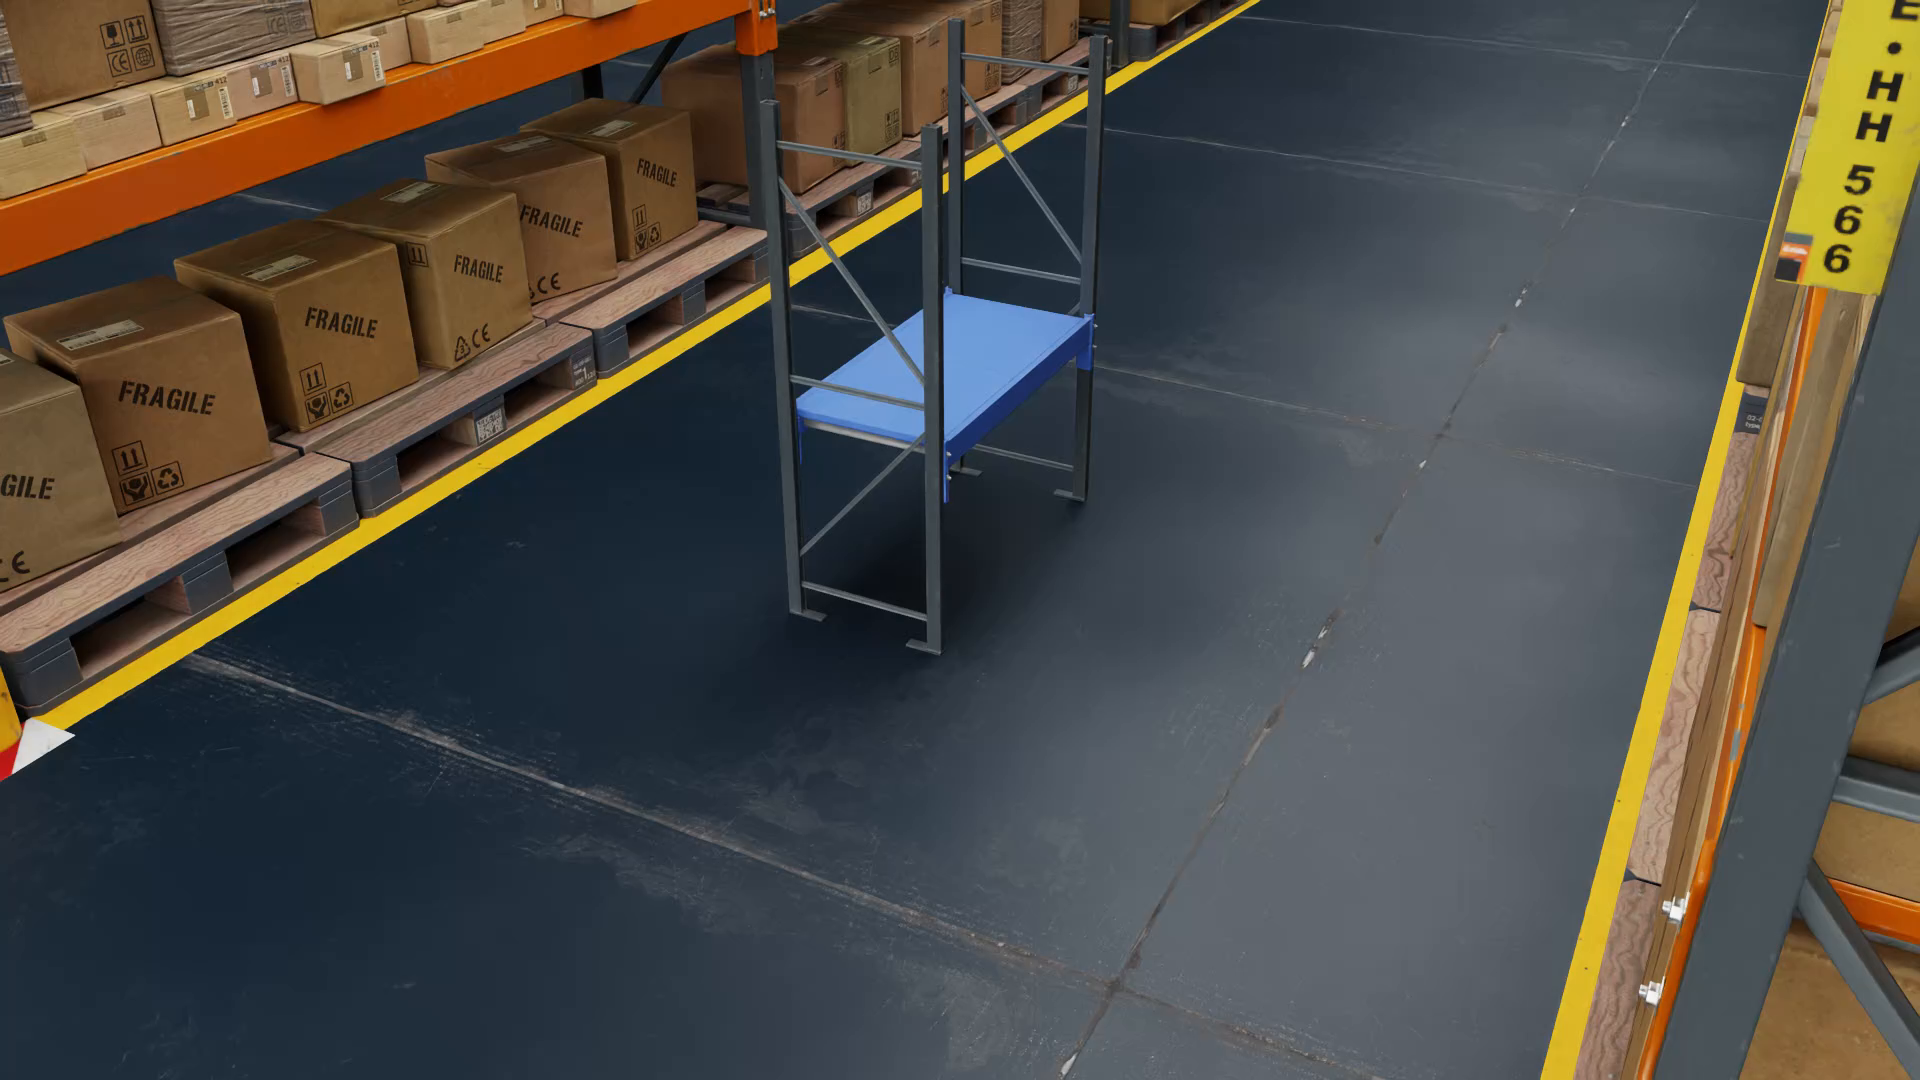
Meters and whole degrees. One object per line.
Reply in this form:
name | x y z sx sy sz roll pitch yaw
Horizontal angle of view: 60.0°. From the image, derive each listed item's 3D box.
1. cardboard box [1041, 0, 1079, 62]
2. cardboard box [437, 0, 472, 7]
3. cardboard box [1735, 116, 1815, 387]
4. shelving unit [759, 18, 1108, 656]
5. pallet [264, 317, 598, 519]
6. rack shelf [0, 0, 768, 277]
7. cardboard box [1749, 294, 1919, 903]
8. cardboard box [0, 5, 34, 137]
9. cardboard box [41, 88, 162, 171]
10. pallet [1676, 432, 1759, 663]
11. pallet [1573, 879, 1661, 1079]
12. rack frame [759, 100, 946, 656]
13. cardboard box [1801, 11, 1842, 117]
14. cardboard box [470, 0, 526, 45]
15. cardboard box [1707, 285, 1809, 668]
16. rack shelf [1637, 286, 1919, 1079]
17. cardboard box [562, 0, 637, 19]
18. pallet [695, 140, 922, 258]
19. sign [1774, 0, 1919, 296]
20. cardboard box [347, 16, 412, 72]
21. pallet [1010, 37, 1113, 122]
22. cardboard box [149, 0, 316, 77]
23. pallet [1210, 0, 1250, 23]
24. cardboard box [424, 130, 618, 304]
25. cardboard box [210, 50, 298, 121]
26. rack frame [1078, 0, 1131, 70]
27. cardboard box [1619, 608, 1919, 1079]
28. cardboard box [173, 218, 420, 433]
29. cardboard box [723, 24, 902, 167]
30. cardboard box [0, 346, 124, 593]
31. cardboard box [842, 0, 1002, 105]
cardboard box | 0.292 -3.169 9.824 0.700 0.500 0.500 13 32 21
cardboard box | -1.900 -2.119 5.528 0.875 0.500 0.500 14 33 23
cardboard box | 3.329 -0.922 5.681 1.050 0.750 0.750 14 33 23
shelving unit | -0.039 -0.613 4.811 0.538 1.500 1.048 14 33 23
pallet | -2.072 -0.532 5.965 1.003 0.211 1.213 14 33 23
rack shelf | -2.154 -1.391 5.383 1.077 0.370 4.000 14 33 23
cardboard box | 1.433 0.113 1.890 0.875 0.550 0.550 14 33 23
cardboard box | -2.790 -1.227 3.975 0.875 0.500 0.500 14 33 23
cardboard box | -2.370 -1.110 4.422 0.380 0.149 0.250 14 33 23
pallet | 2.710 0.109 4.849 1.003 0.211 1.213 14 33 23
pallet | 1.599 1.190 2.965 1.003 0.211 1.213 14 33 23
rack frame | -0.270 -0.387 4.418 0.500 1.500 0.032 14 33 23
cardboard box | 4.196 -1.762 7.144 1.050 0.750 0.750 15 33 24
cardboard box | -1.693 -1.776 5.583 0.380 0.149 0.250 14 33 23
cardboard box | 2.370 -0.017 3.980 0.875 0.875 0.875 15 33 24
rack shelf | 2.215 -0.221 3.346 1.077 0.370 4.000 14 33 23
cardboard box | -1.384 -1.977 5.933 0.380 0.149 0.250 14 33 23
pallet | -0.890 -1.726 8.044 1.003 0.211 1.213 14 33 23
sign | 0.827 -0.381 1.501 0.100 0.325 0.005 14 33 23
cardboard box | -1.958 -1.564 5.214 0.380 0.149 0.250 14 33 23
pallet | 0.222 -2.808 9.928 1.003 0.211 1.213 14 33 23
cardboard box | -2.403 -1.687 4.777 0.875 0.500 0.500 14 33 23
pallet | 1.562 -4.025 12.048 1.003 0.211 1.213 14 33 23
cardboard box | -1.715 -1.264 6.528 0.500 0.500 0.500 -26 39 -37
cardboard box | -2.160 -1.336 4.816 0.380 0.149 0.250 14 33 23
rack frame | 0.579 -4.363 9.836 1.000 3.000 0.127 14 33 23
cardboard box | 1.554 0.777 2.597 0.875 0.875 0.875 14 33 24
cardboard box | -2.222 -0.734 5.604 0.500 0.500 0.500 18 34 28
cardboard box | -0.710 -2.171 8.087 0.700 0.500 0.500 14 33 23
cardboard box | -2.766 -0.188 4.654 0.500 0.500 0.500 21 36 32
cardboard box | -0.202 -2.667 8.950 0.700 0.500 0.500 17 34 27
